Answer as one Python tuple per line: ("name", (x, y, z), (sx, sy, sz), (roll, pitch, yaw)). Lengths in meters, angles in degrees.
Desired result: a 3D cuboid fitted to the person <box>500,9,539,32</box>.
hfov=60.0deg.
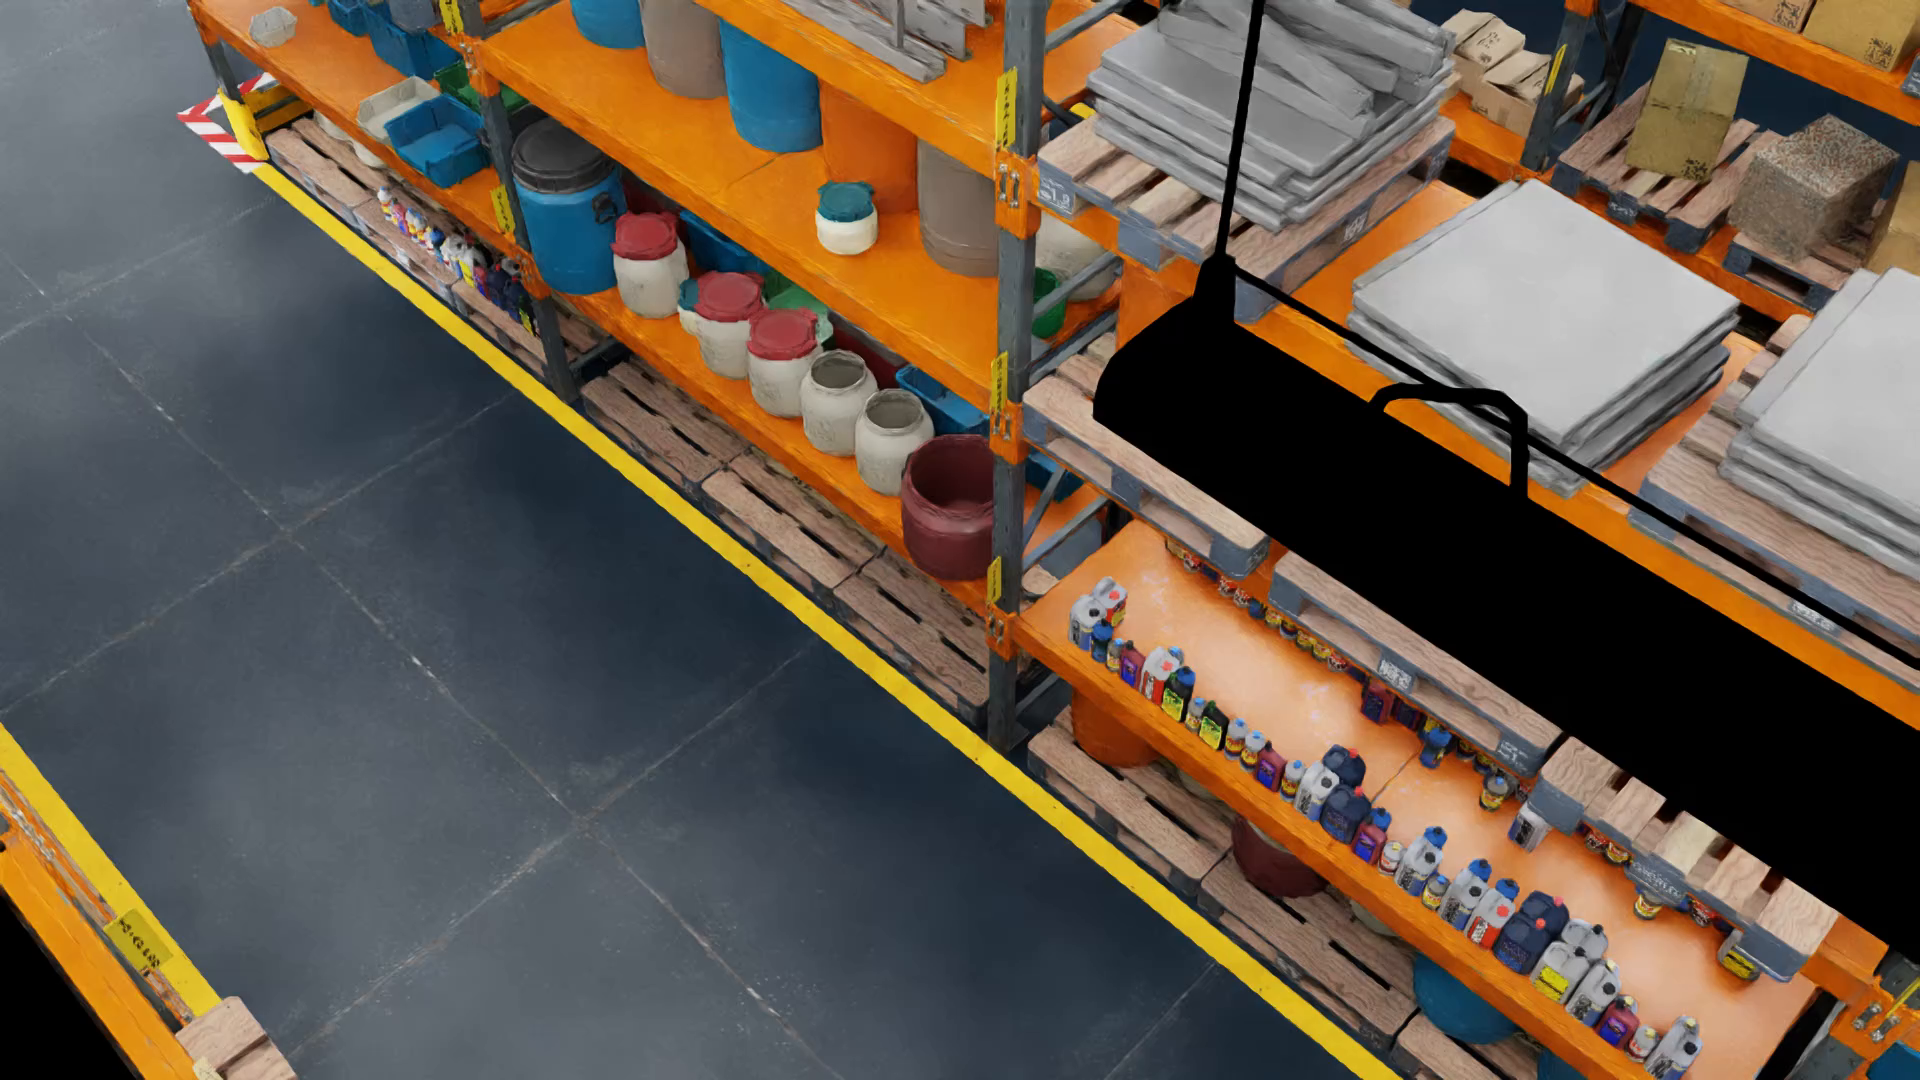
("person", (-3.555, -4.621, 13.127), (0.605, 1.753, 0.579), (-8, 50, -7))
